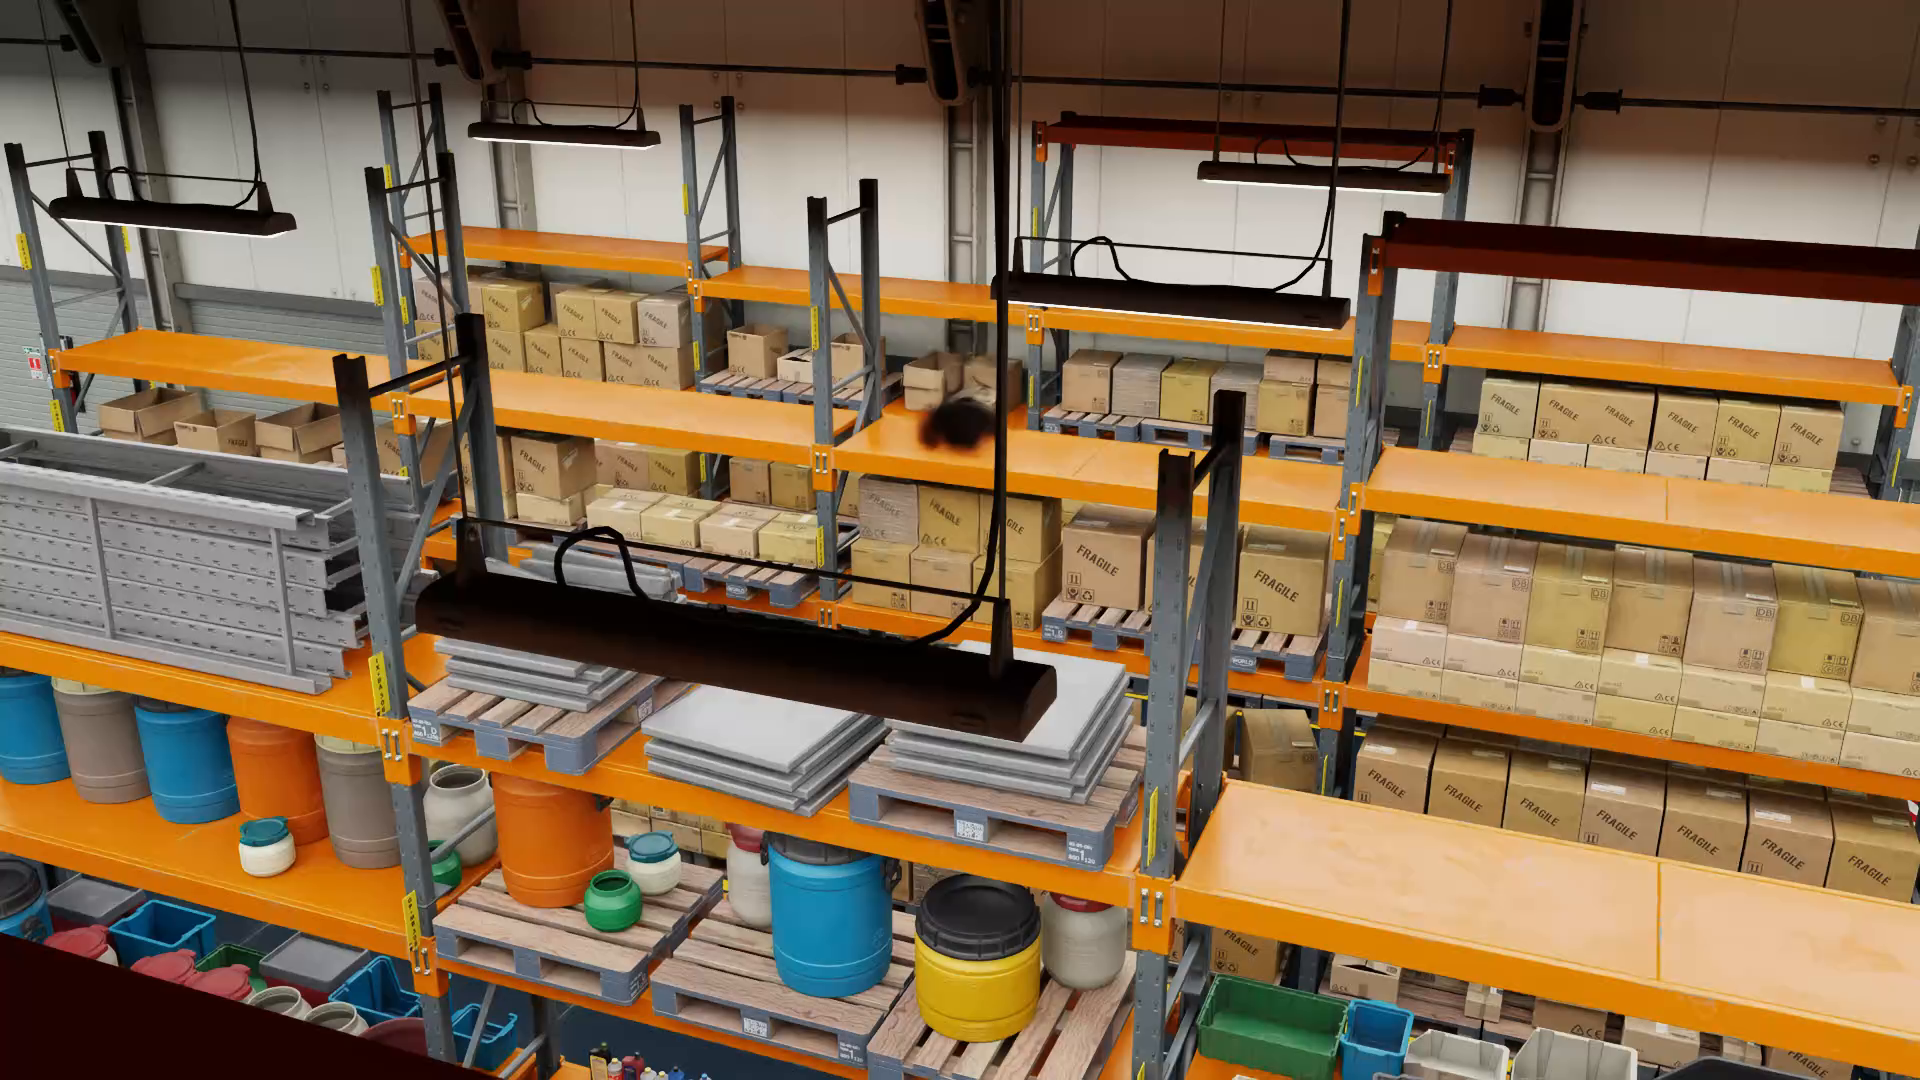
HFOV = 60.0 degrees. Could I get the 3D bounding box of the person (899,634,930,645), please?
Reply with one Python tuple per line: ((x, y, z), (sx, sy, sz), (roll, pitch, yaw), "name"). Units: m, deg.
((-0.395, 1.507, 16.204), (0.726, 1.642, 0.570), (8, 22, 20), "person")
